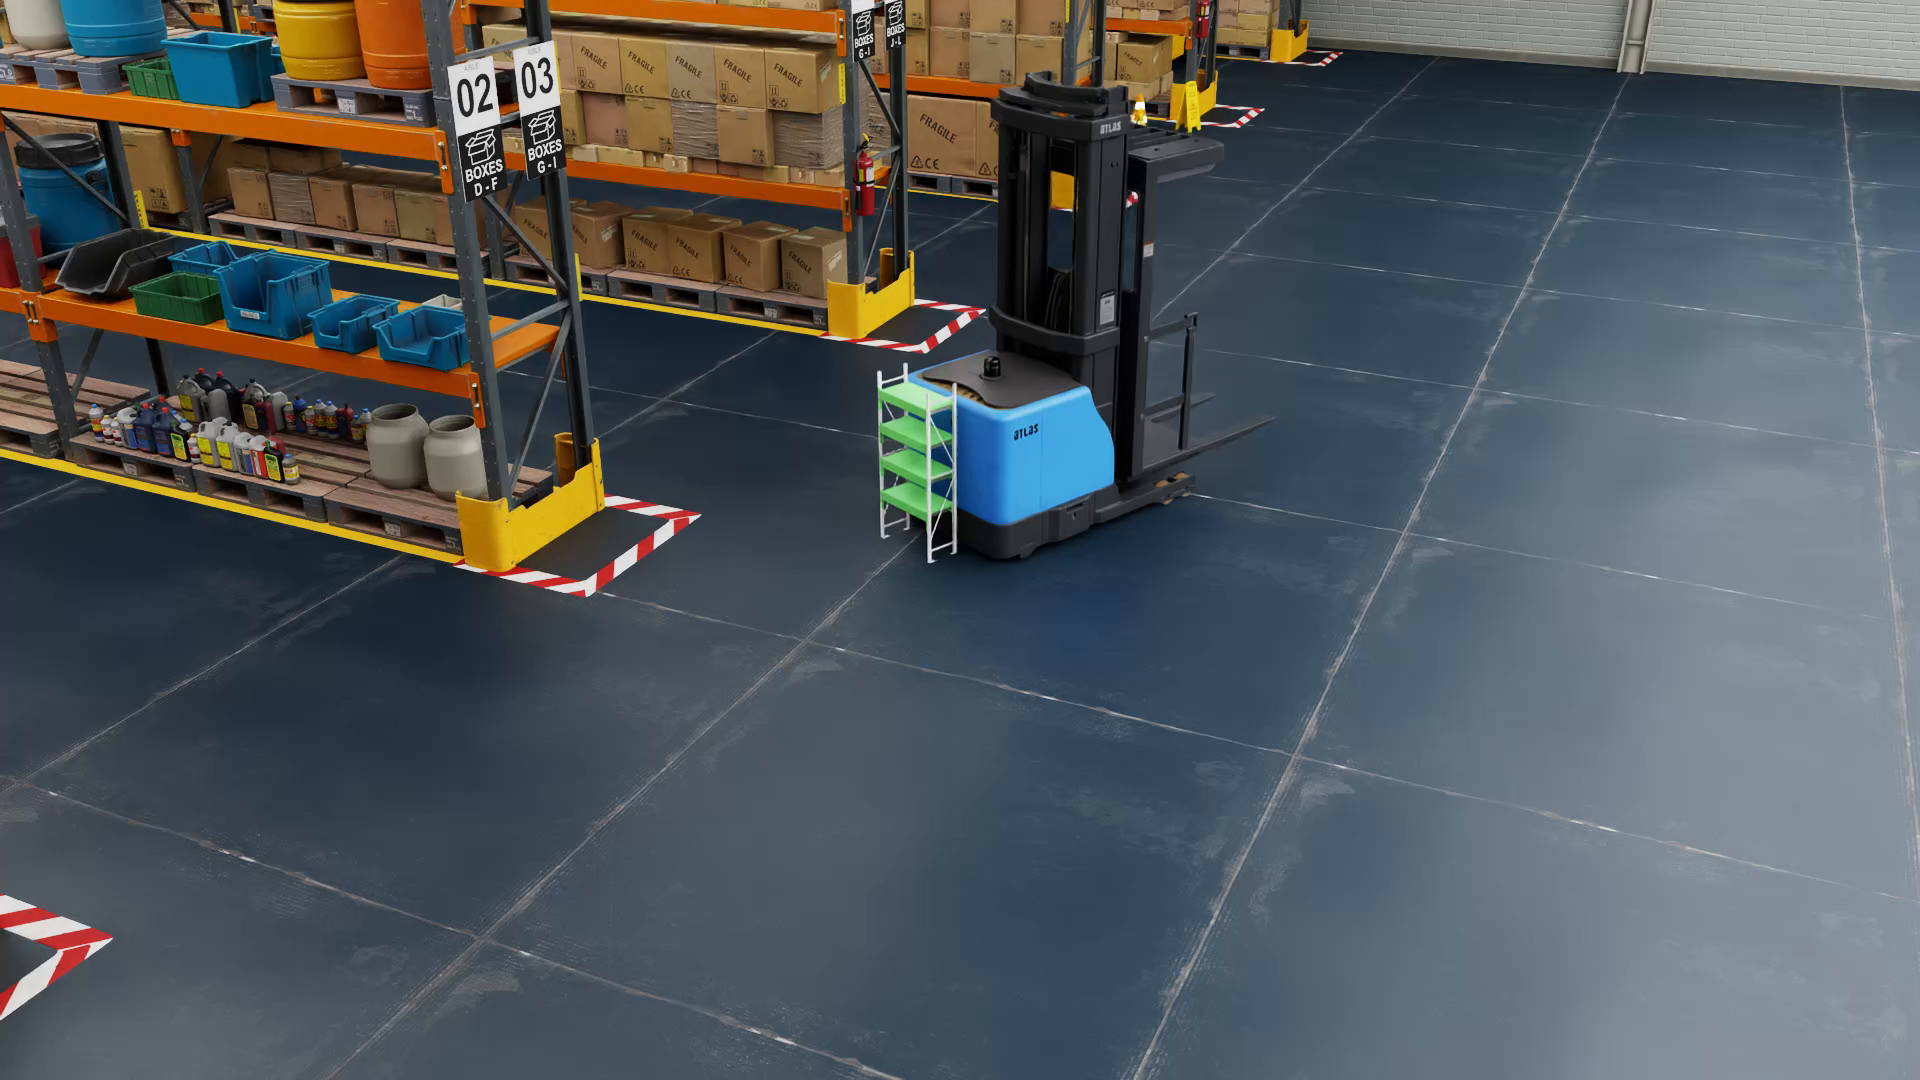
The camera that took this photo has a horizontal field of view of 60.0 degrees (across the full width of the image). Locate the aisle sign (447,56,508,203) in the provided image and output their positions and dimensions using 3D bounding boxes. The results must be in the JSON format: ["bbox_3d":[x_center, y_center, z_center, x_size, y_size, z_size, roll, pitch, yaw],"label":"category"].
[{"bbox_3d":[-2.849,-2.430,9.846,0.004,0.787,0.394,11,28,22],"label":"aisle sign"}]

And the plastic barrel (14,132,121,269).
[{"bbox_3d":[-6.659,-2.545,12.455,0.708,0.901,0.600,11,28,22],"label":"plastic barrel"}]

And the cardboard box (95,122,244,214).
[{"bbox_3d":[-8.643,-4.220,18.355,0.875,0.875,1.225,10,28,19],"label":"cardboard box"}]

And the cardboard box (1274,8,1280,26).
[{"bbox_3d":[5.070,-8.717,27.631,0.500,0.250,0.500,12,29,23],"label":"cardboard box"}]

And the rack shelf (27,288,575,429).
[{"bbox_3d":[-4.612,-1.439,11.591,4.000,0.370,1.077,11,28,22],"label":"rack shelf"}]

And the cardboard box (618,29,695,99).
[{"bbox_3d":[-2.708,-4.292,14.989,0.500,0.500,0.500,11,28,22],"label":"cardboard box"}]

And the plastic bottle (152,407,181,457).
[{"bbox_3d":[-5.698,-0.787,11.954,0.185,0.351,0.144,10,28,20],"label":"plastic bottle"}]

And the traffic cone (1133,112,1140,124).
[{"bbox_3d":[2.285,-5.285,21.461,0.334,0.463,0.336,11,28,22],"label":"traffic cone"}]

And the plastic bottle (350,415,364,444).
[{"bbox_3d":[-4.407,-0.814,12.177,0.097,0.201,0.097,0,26,0],"label":"plastic bottle"}]

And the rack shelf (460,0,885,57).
[{"bbox_3d":[-2.562,-4.776,14.973,4.000,0.370,1.077,11,28,22],"label":"rack shelf"}]

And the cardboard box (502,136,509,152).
[{"bbox_3d":[-4.311,-3.846,15.950,0.250,0.149,0.380,11,28,22],"label":"cardboard box"}]

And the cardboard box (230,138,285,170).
[{"bbox_3d":[-7.401,-4.152,17.770,0.500,0.250,0.500,13,29,24],"label":"cardboard box"}]

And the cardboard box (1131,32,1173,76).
[{"bbox_3d":[2.719,-6.926,23.710,0.500,0.500,0.500,10,28,20],"label":"cardboard box"}]

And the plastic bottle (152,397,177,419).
[{"bbox_3d":[-5.810,-0.880,12.142,0.185,0.351,0.144,11,28,22],"label":"plastic bottle"}]

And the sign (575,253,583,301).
[{"bbox_3d":[-2.560,-1.740,11.076,0.005,0.325,0.100,11,28,22],"label":"sign"}]

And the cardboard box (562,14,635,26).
[{"bbox_3d":[-3.403,-4.683,15.784,0.500,0.500,0.500,11,28,22],"label":"cardboard box"}]

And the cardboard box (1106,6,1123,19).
[{"bbox_3d":[2.184,-7.334,23.034,0.250,0.149,0.380,12,29,23],"label":"cardboard box"}]

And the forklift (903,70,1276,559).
[{"bbox_3d":[1.050,-1.722,11.430,3.031,2.935,1.130,-21,33,-36],"label":"forklift"}]

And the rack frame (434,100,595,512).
[{"bbox_3d":[-2.792,-1.396,10.689,0.127,3.000,1.000,11,28,22],"label":"rack frame"}]

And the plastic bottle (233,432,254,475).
[{"bbox_3d":[-4.989,-0.613,11.685,0.135,0.276,0.152,11,28,20],"label":"plastic bottle"}]

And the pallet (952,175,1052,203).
[{"bbox_3d":[0.644,-4.227,19.597,1.213,0.211,1.003,11,28,22],"label":"pallet"}]

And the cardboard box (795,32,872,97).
[{"bbox_3d":[-1.129,-4.224,14.853,0.500,0.500,0.500,11,28,22],"label":"cardboard box"}]

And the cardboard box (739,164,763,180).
[{"bbox_3d":[-1.784,-3.367,14.977,0.250,0.149,0.380,11,28,22],"label":"cardboard box"}]

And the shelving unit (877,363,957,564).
[{"bbox_3d":[-0.279,-0.501,10.909,0.258,1.200,0.503,-21,33,-36],"label":"shelving unit"}]

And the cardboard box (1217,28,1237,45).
[{"bbox_3d":[4.405,-8.377,27.506,0.500,0.250,0.500,11,28,22],"label":"cardboard box"}]

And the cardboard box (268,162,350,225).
[{"bbox_3d":[-6.895,-3.715,17.732,0.500,0.500,0.700,9,28,18],"label":"cardboard box"}]

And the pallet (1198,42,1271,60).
[{"bbox_3d":[4.699,-8.241,27.749,1.213,0.211,1.003,11,28,22],"label":"pallet"}]

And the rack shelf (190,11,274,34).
[{"bbox_3d":[-11.340,-7.600,24.106,4.000,0.370,1.077,11,28,22],"label":"rack shelf"}]

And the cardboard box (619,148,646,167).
[{"bbox_3d":[-2.940,-3.577,15.404,0.250,0.149,0.380,11,28,22],"label":"cardboard box"}]

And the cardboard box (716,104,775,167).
[{"bbox_3d":[-1.735,-3.721,14.961,0.500,0.500,0.875,11,28,22],"label":"cardboard box"}]

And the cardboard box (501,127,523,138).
[{"bbox_3d":[-3.998,-4.190,15.914,0.500,0.500,0.875,11,28,22],"label":"cardboard box"}]

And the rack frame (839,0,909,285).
[{"bbox_3d":[-0.741,-3.387,14.734,0.127,3.000,1.000,11,28,22],"label":"rack frame"}]

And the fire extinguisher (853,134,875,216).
[{"bbox_3d":[-0.828,-3.147,14.333,0.183,0.674,0.296,11,28,22],"label":"fire extinguisher"}]

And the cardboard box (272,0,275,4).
[{"bbox_3d":[-9.097,-7.328,22.547,0.250,0.149,0.380,12,29,23],"label":"cardboard box"}]

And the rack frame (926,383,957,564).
[{"bbox_3d":[-0.118,-0.420,10.744,0.240,1.200,0.015,-21,33,-36],"label":"rack frame"}]

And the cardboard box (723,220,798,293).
[{"bbox_3d":[-1.861,-2.671,15.633,0.500,0.500,0.500,20,33,35],"label":"cardboard box"}]

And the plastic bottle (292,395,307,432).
[{"bbox_3d":[-4.900,-0.944,12.362,0.097,0.271,0.097,0,26,0],"label":"plastic bottle"}]

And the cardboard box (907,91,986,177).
[{"bbox_3d":[-0.043,-4.856,19.647,0.875,0.875,0.875,11,28,21],"label":"cardboard box"}]

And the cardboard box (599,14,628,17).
[{"bbox_3d":[-4.206,-6.404,20.748,0.500,0.500,0.500,11,28,21],"label":"cardboard box"}]

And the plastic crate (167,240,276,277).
[{"bbox_3d":[-5.313,-1.967,12.018,0.616,0.251,0.499,11,28,22],"label":"plastic crate"}]

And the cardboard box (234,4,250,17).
[{"bbox_3d":[-9.877,-7.403,23.174,0.250,0.149,0.380,11,28,21],"label":"cardboard box"}]

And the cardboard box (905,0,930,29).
[{"bbox_3d":[-0.447,-6.264,19.184,0.500,0.550,0.875,11,28,22],"label":"cardboard box"}]

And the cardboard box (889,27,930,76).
[{"bbox_3d":[-0.420,-5.805,19.475,0.500,0.550,0.875,11,28,22],"label":"cardboard box"}]

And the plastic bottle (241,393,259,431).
[{"bbox_3d":[-5.277,-0.964,12.389,0.133,0.283,0.061,11,28,22],"label":"plastic bottle"}]

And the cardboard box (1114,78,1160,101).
[{"bbox_3d":[2.492,-6.371,23.432,0.500,0.250,0.500,11,28,22],"label":"cardboard box"}]

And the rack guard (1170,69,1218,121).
[{"bbox_3d":[3.292,-6.265,23.408,0.348,0.500,1.175,11,28,22],"label":"rack guard"}]

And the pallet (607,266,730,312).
[{"bbox_3d":[-2.642,-2.537,16.163,1.213,0.211,1.003,11,28,22],"label":"pallet"}]

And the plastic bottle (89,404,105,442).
[{"bbox_3d":[-6.324,-0.866,12.204,0.097,0.271,0.097,0,26,0],"label":"plastic bottle"}]

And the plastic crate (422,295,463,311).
[{"bbox_3d":[-3.473,-1.571,11.343,0.250,0.136,0.298,11,28,22],"label":"plastic crate"}]

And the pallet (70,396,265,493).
[{"bbox_3d":[-5.839,-0.737,12.507,1.213,0.211,1.003,11,28,22],"label":"pallet"}]

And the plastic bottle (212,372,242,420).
[{"bbox_3d":[-5.552,-1.099,12.588,0.185,0.351,0.144,10,28,19],"label":"plastic bottle"}]
